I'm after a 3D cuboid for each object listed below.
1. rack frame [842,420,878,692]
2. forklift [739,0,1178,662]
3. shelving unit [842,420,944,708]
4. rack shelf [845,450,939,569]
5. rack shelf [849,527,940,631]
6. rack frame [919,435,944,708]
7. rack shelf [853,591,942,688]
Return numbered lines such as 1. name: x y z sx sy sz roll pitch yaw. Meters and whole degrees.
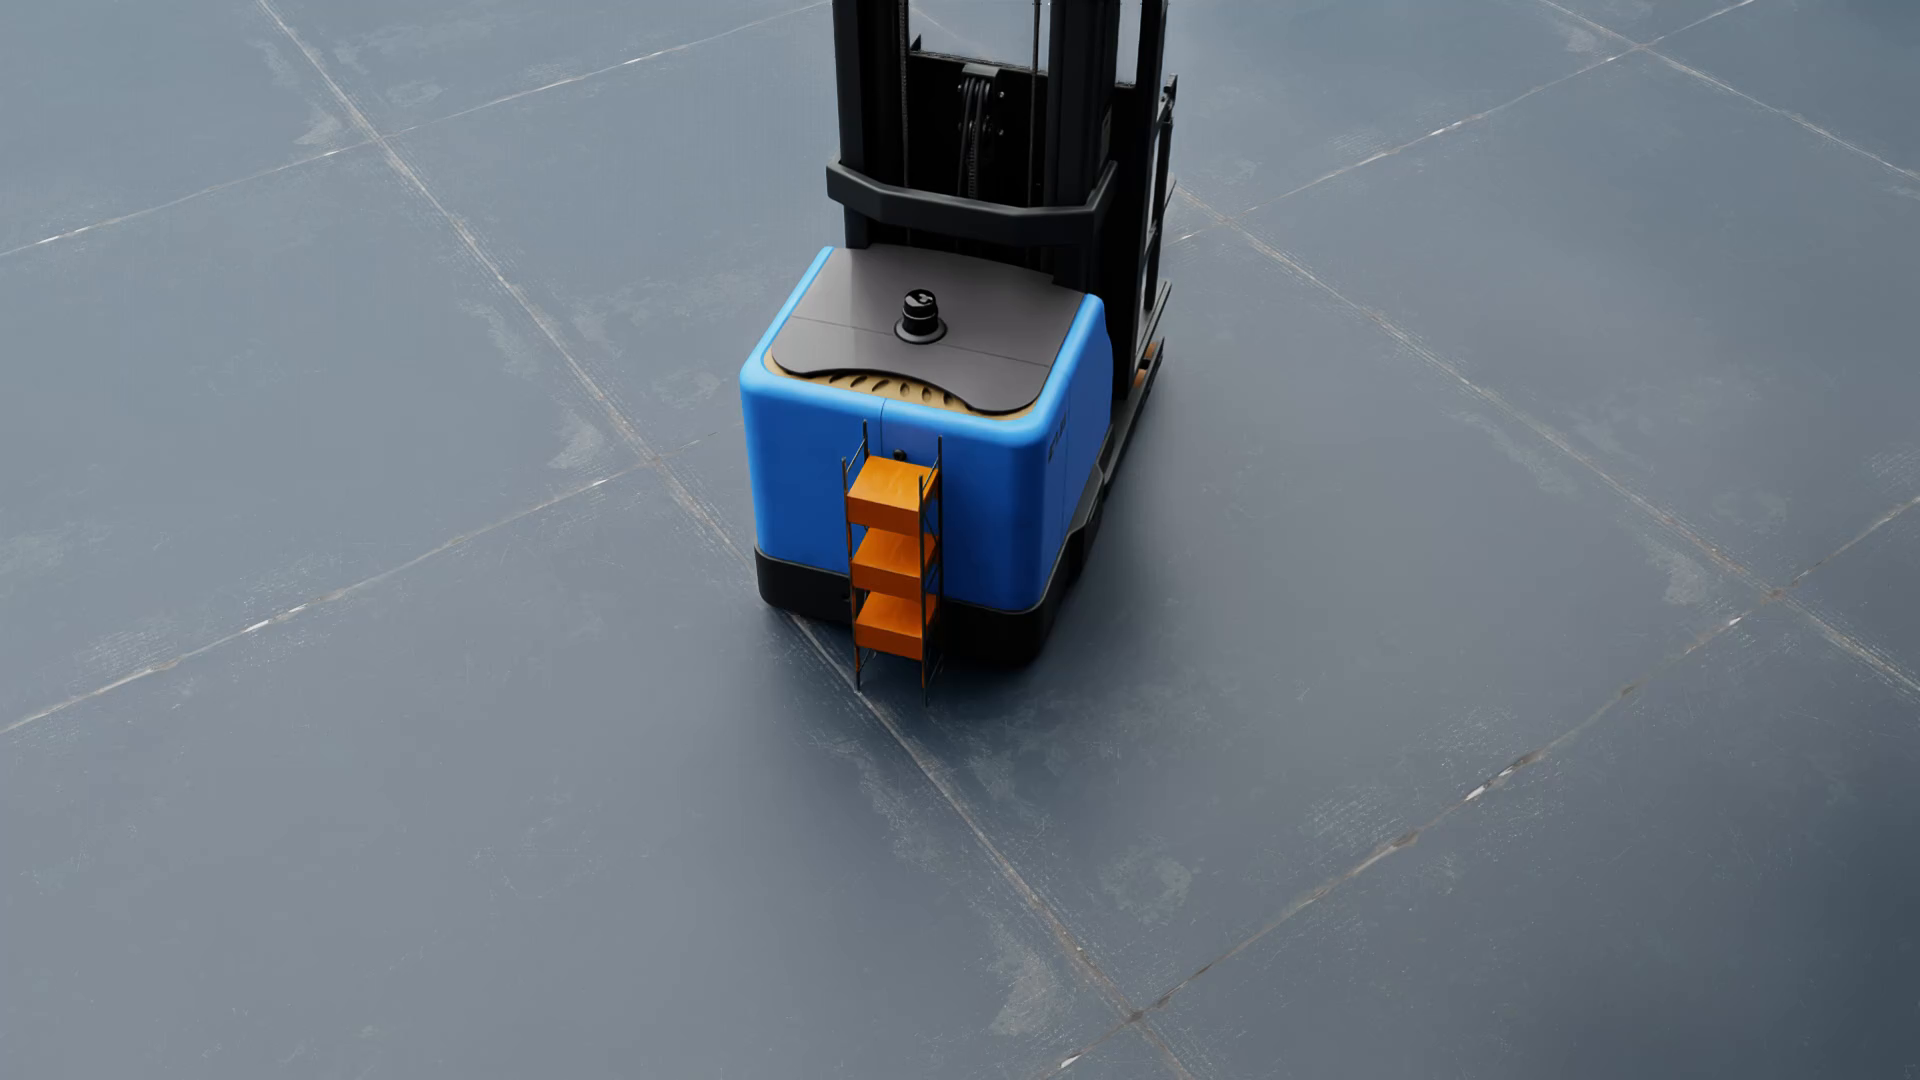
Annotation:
1. rack frame: -0.321 0.075 5.411 0.008 1.050 0.200 12 45 13
2. forklift: 0.214 -1.675 5.882 1.130 2.935 3.031 12 45 13
3. shelving unit: -0.205 0.101 5.384 0.252 1.050 0.215 12 45 13
4. rack shelf: -0.205 -0.096 5.195 0.240 0.259 0.215 12 45 13
5. rack shelf: -0.205 0.109 5.391 0.240 0.259 0.215 12 45 13
6. rack frame: -0.088 0.127 5.357 0.008 1.050 0.200 12 45 13
7. rack shelf: -0.205 0.309 5.583 0.240 0.259 0.215 12 45 13
